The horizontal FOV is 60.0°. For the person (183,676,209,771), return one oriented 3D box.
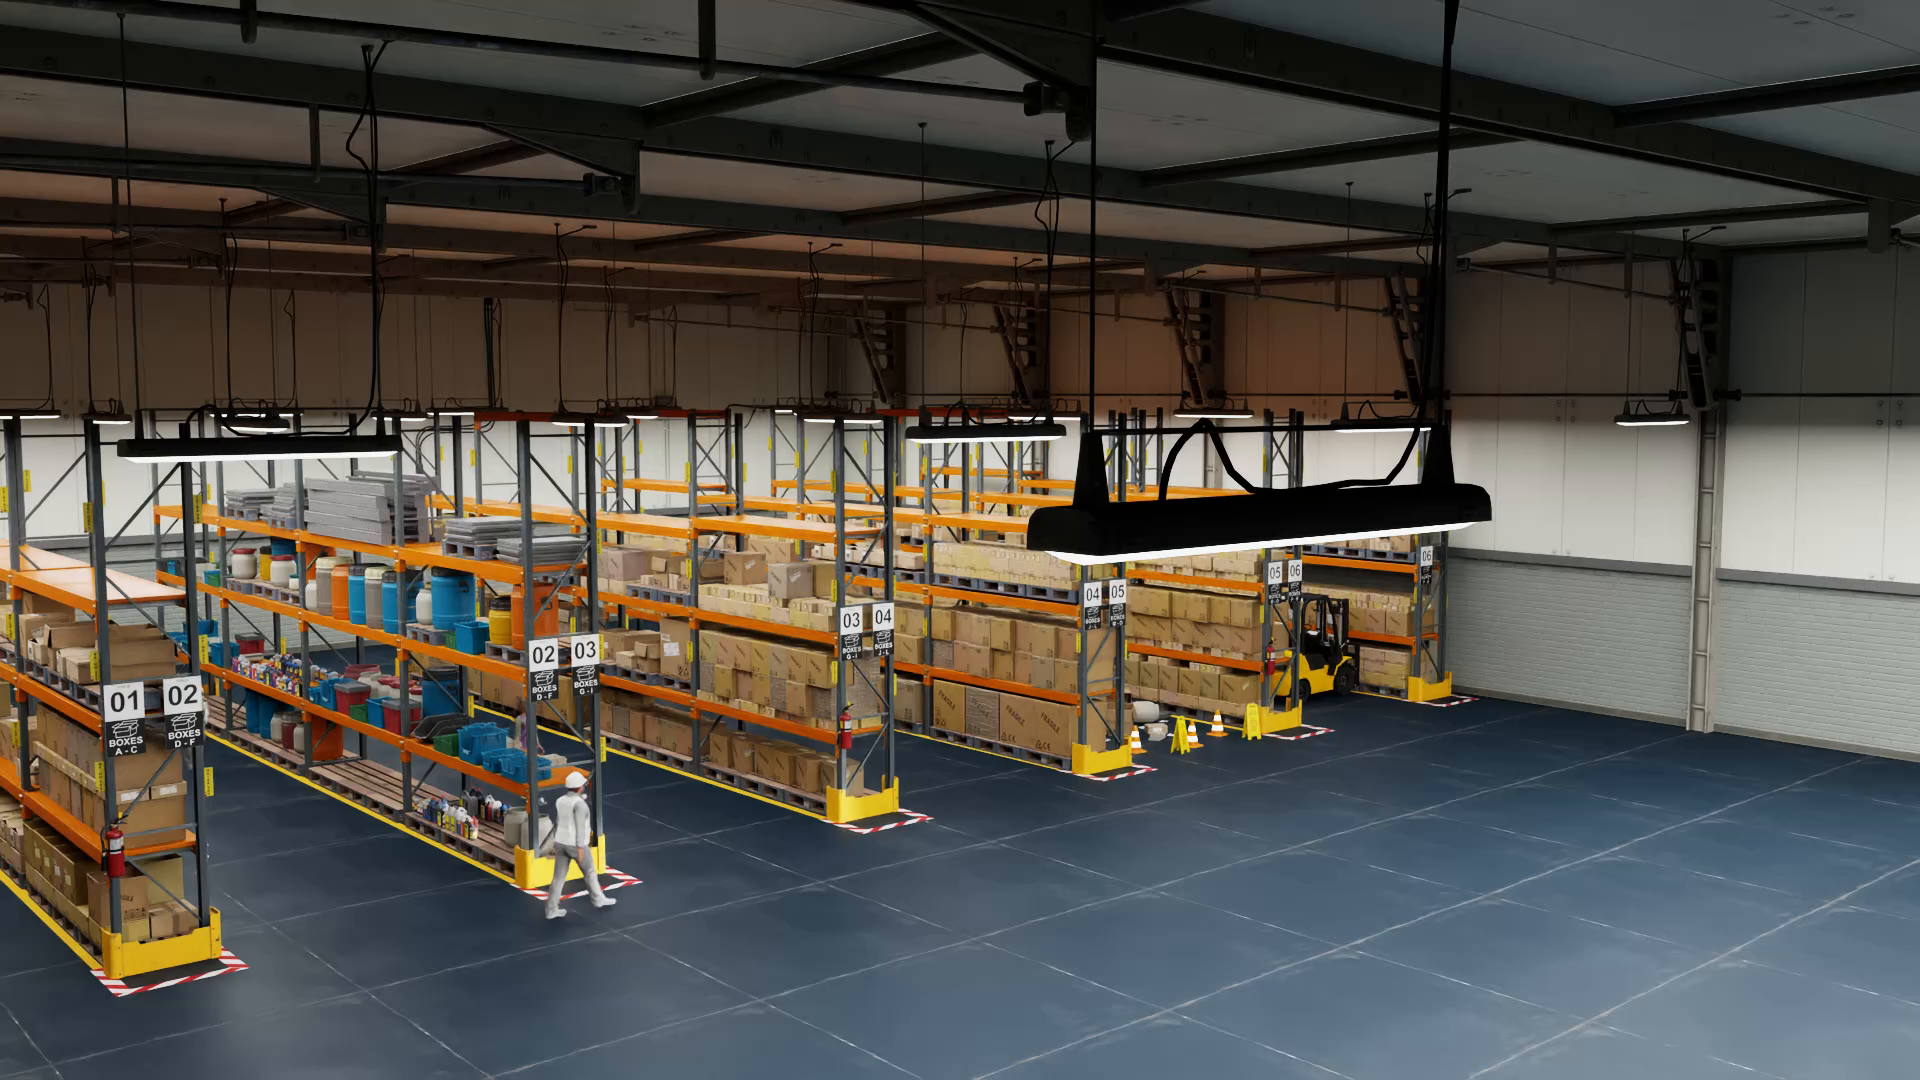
[{"bbox_3d":[-13.051,3.043,28.176,0.537,1.660,0.588,4,6,37],"label":"person"}]

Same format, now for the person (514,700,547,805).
[{"bbox_3d":[-6.614,3.287,25.754,0.544,1.626,0.447,1,5,12],"label":"person"}]

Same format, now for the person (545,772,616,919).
[{"bbox_3d":[-4.680,3.669,20.235,0.577,1.712,0.972,3,6,33],"label":"person"}]
